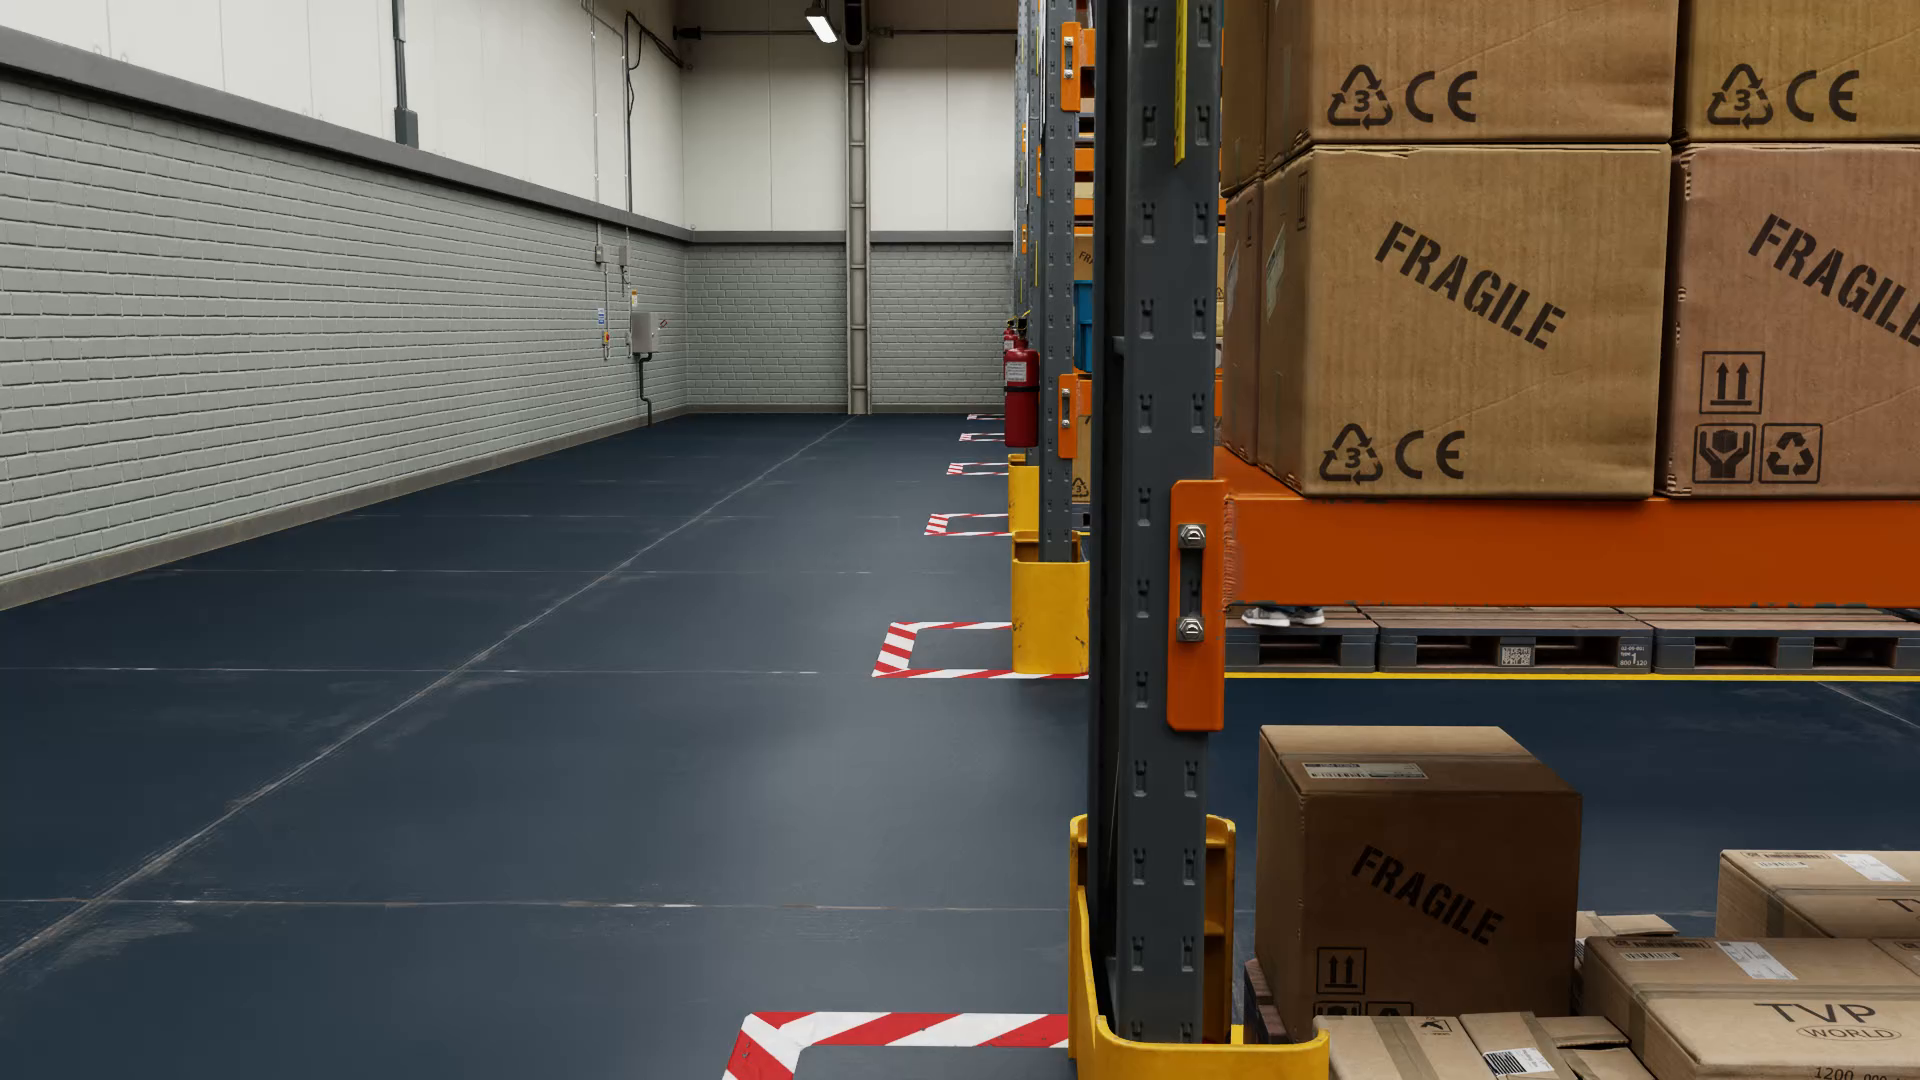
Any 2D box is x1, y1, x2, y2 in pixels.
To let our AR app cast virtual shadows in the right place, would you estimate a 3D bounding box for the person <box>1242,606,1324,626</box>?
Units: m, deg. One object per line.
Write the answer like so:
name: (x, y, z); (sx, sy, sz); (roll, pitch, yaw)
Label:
person: (1.397, 0.011, 7.503); (0.420, 0.802, 0.871); (-4, 8, -28)
